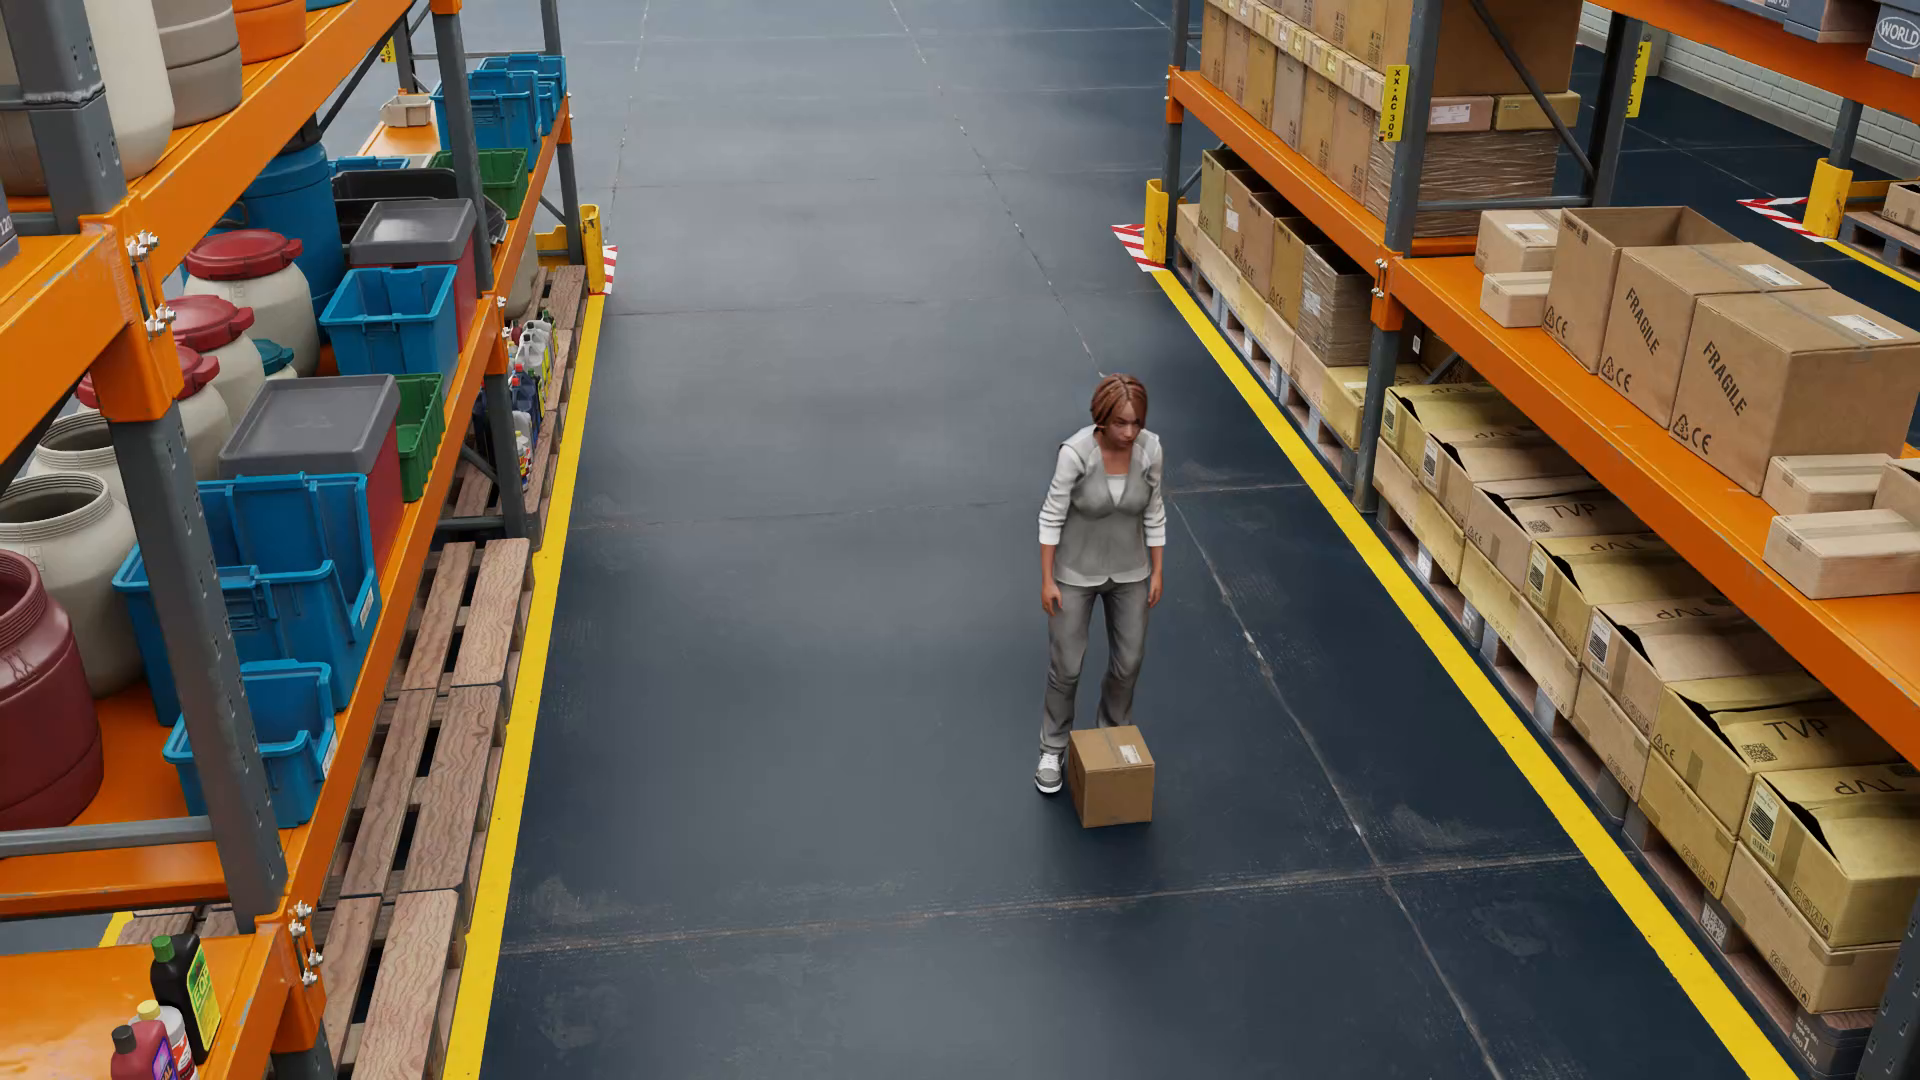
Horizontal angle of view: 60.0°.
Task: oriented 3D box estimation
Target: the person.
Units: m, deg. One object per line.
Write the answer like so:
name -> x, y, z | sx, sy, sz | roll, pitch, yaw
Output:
person -> 0.496, 0.143, 5.857 | 0.475, 1.592, 0.347 | -5, 28, -10
